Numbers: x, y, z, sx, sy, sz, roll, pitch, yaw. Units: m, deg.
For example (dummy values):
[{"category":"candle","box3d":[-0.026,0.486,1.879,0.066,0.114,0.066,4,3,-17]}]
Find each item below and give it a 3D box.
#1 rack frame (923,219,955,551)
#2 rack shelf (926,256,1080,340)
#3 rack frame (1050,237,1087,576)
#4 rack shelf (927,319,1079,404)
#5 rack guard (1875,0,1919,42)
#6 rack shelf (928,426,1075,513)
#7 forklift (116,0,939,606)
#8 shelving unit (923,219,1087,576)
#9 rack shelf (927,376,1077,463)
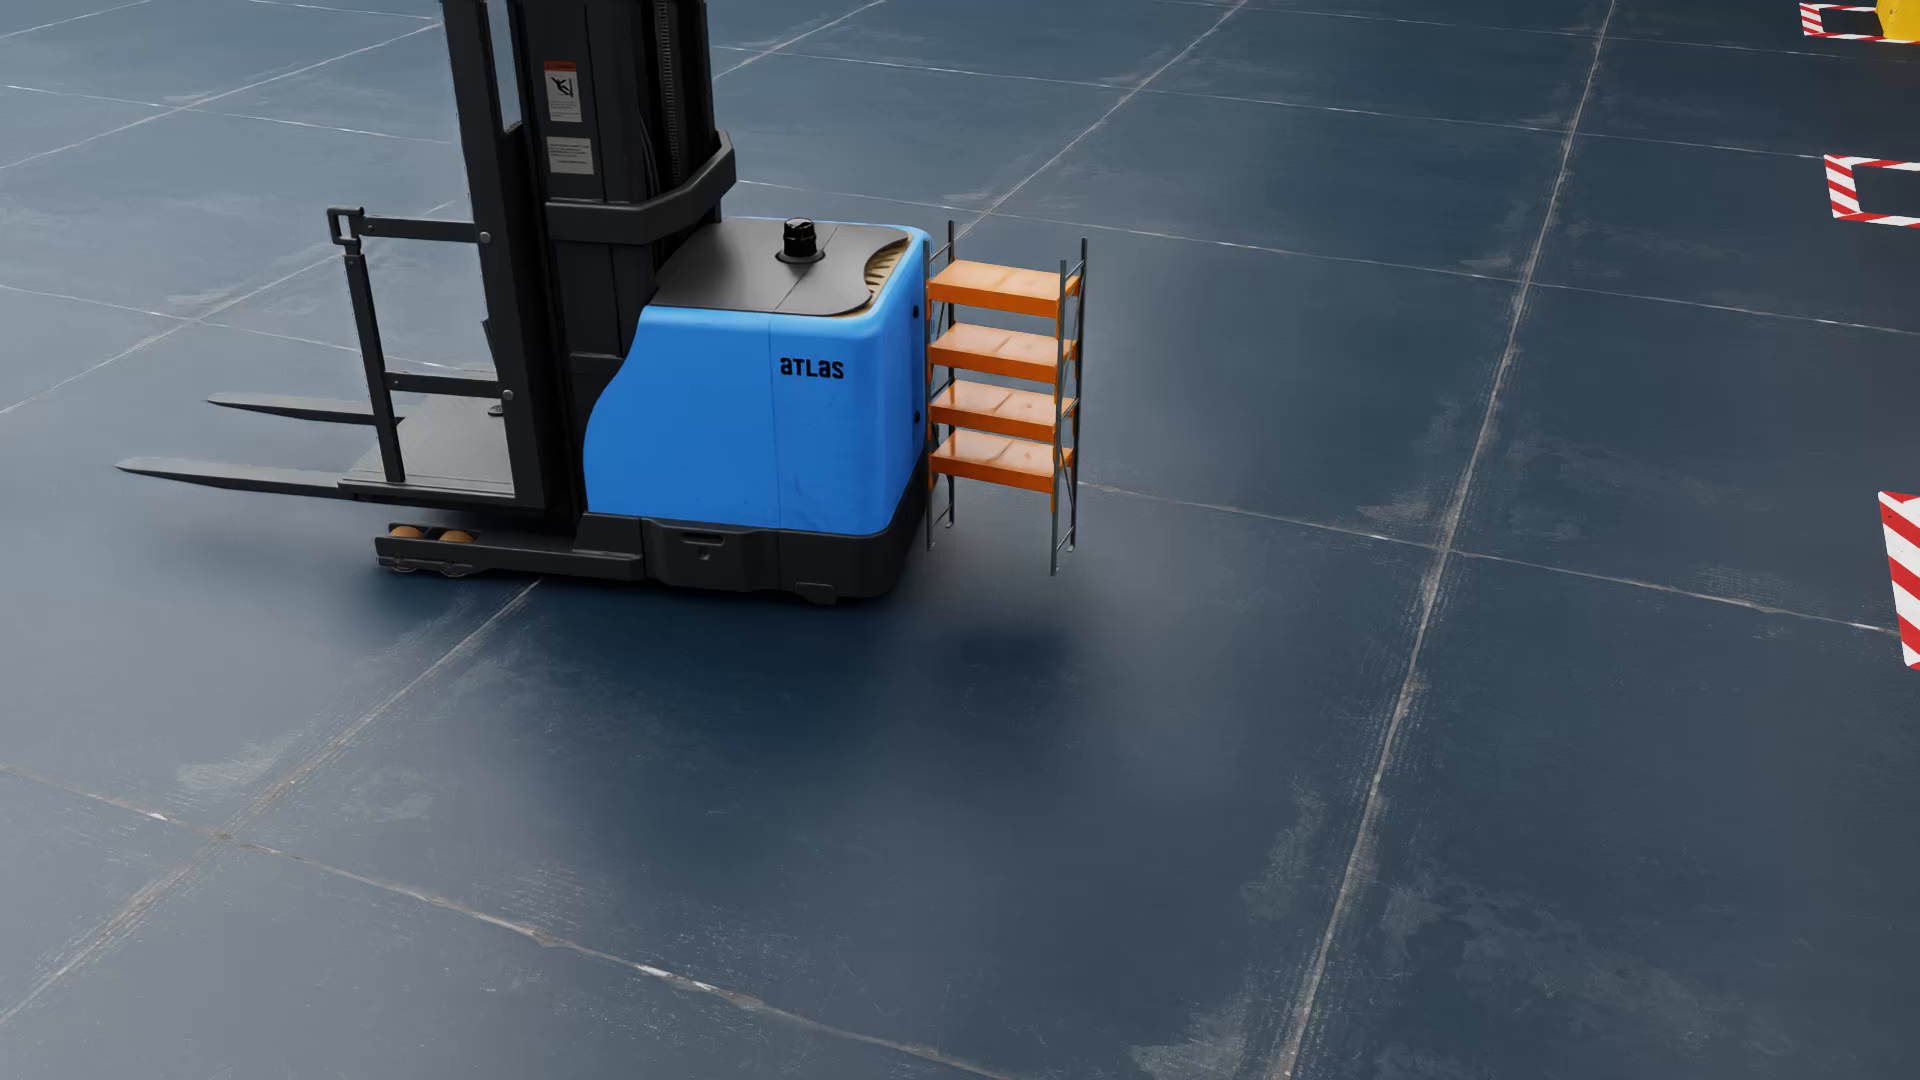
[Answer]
[{"category":"rack frame","box3d":[-0.073,-0.537,5.980,0.015,1.200,0.240,11,31,19]},{"category":"rack shelf","box3d":[0.153,-0.834,5.707,0.480,0.148,0.258,11,31,19]},{"category":"rack frame","box3d":[0.380,-0.447,5.821,0.015,1.200,0.240,11,31,19]},{"category":"rack shelf","box3d":[0.153,-0.628,5.824,0.480,0.148,0.258,11,31,19]},{"category":"rack guard","box3d":[7.821,-4.487,13.680,0.348,0.500,1.175,11,31,19]},{"category":"rack shelf","box3d":[0.153,-0.260,6.031,0.480,0.148,0.258,11,31,19]},{"category":"forklift","box3d":[-1.648,-1.390,5.730,3.031,2.935,1.130,5,30,9]},{"category":"shelving unit","box3d":[0.153,-0.492,5.901,0.503,1.200,0.258,11,31,19]},{"category":"rack shelf","box3d":[0.153,-0.433,5.934,0.480,0.148,0.258,11,31,19]}]
